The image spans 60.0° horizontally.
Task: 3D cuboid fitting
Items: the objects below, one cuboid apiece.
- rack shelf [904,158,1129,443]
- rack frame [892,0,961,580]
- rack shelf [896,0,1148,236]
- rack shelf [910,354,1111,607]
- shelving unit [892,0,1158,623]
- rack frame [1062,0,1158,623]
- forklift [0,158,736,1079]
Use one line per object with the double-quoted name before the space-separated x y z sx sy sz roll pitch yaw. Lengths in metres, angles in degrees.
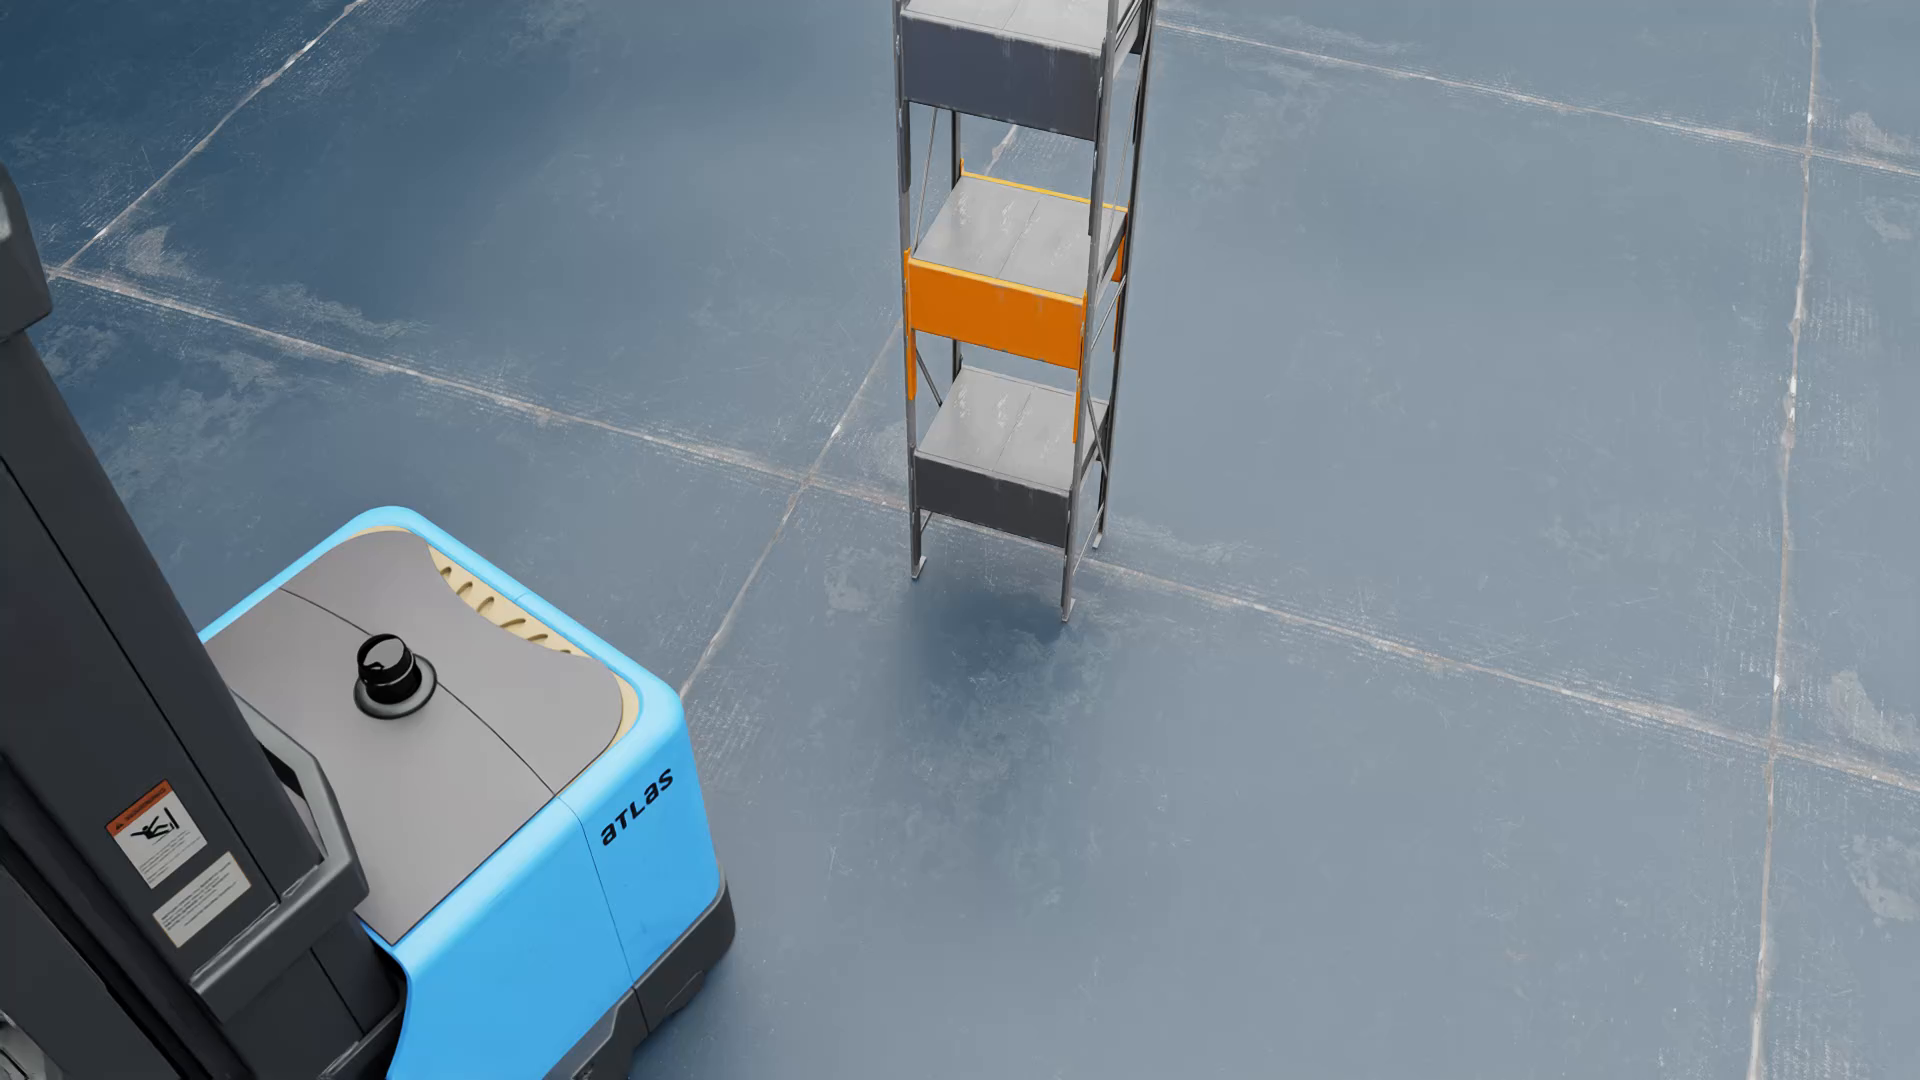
"rack shelf" 0.155 -0.635 4.429 0.480 0.518 0.431 16 51 13
"rack frame" -0.074 -0.708 4.474 0.015 2.100 0.400 16 51 13
"rack shelf" 0.155 -1.094 3.900 0.480 0.518 0.431 16 51 13
"rack shelf" 0.155 -0.177 4.958 0.480 0.518 0.431 16 51 13
"shelving unit" 0.155 -0.644 4.419 0.503 2.100 0.431 16 51 13
"rack frame" 0.384 -0.580 4.364 0.015 2.100 0.400 16 51 13
"forklift" -1.874 0.742 2.667 1.130 2.935 3.031 30 56 24
